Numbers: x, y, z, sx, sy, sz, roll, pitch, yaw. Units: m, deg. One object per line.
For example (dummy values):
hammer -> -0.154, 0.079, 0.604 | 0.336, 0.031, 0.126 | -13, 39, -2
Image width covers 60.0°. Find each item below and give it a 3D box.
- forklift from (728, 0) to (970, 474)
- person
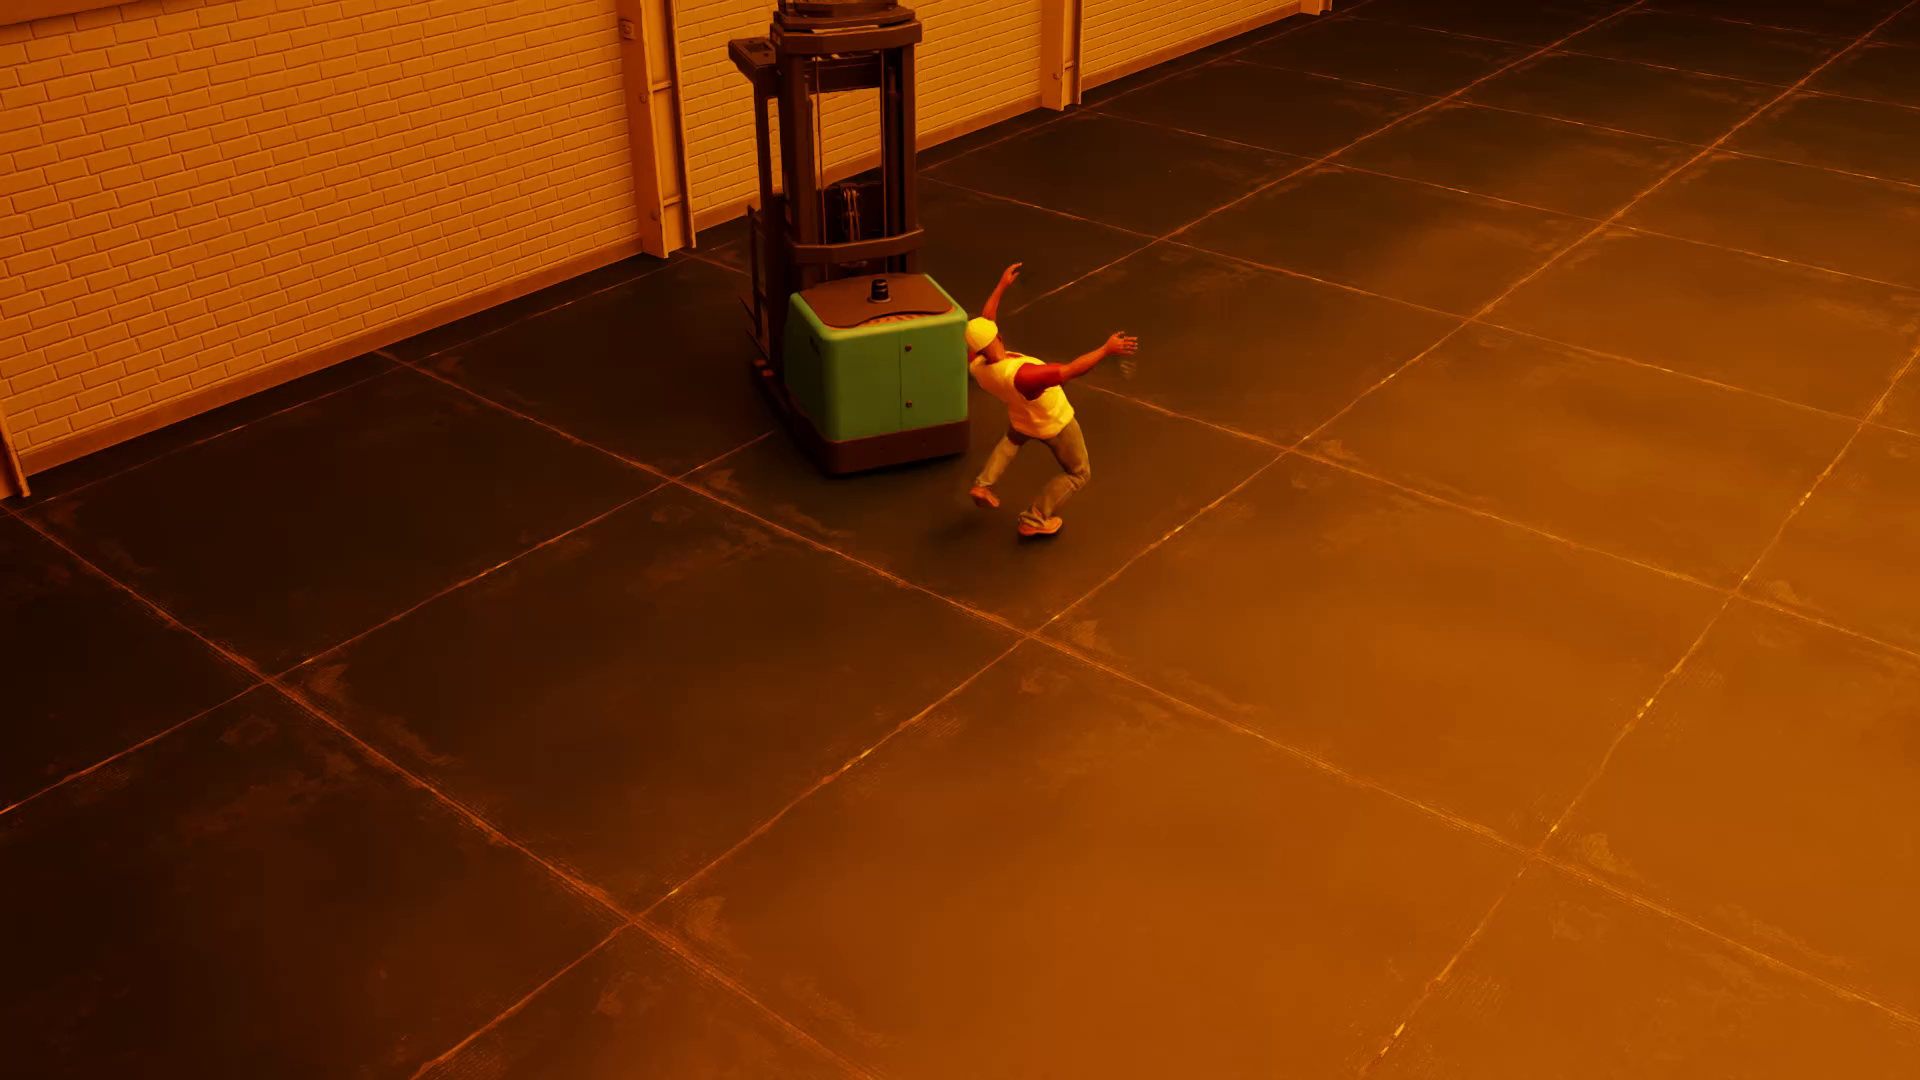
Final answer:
forklift -> -0.936, -2.435, 11.763 | 1.130, 2.935, 3.031 | -11, 32, -18
person -> 0.474, -0.752, 10.143 | 1.090, 1.622, 0.702 | 25, 39, 36
